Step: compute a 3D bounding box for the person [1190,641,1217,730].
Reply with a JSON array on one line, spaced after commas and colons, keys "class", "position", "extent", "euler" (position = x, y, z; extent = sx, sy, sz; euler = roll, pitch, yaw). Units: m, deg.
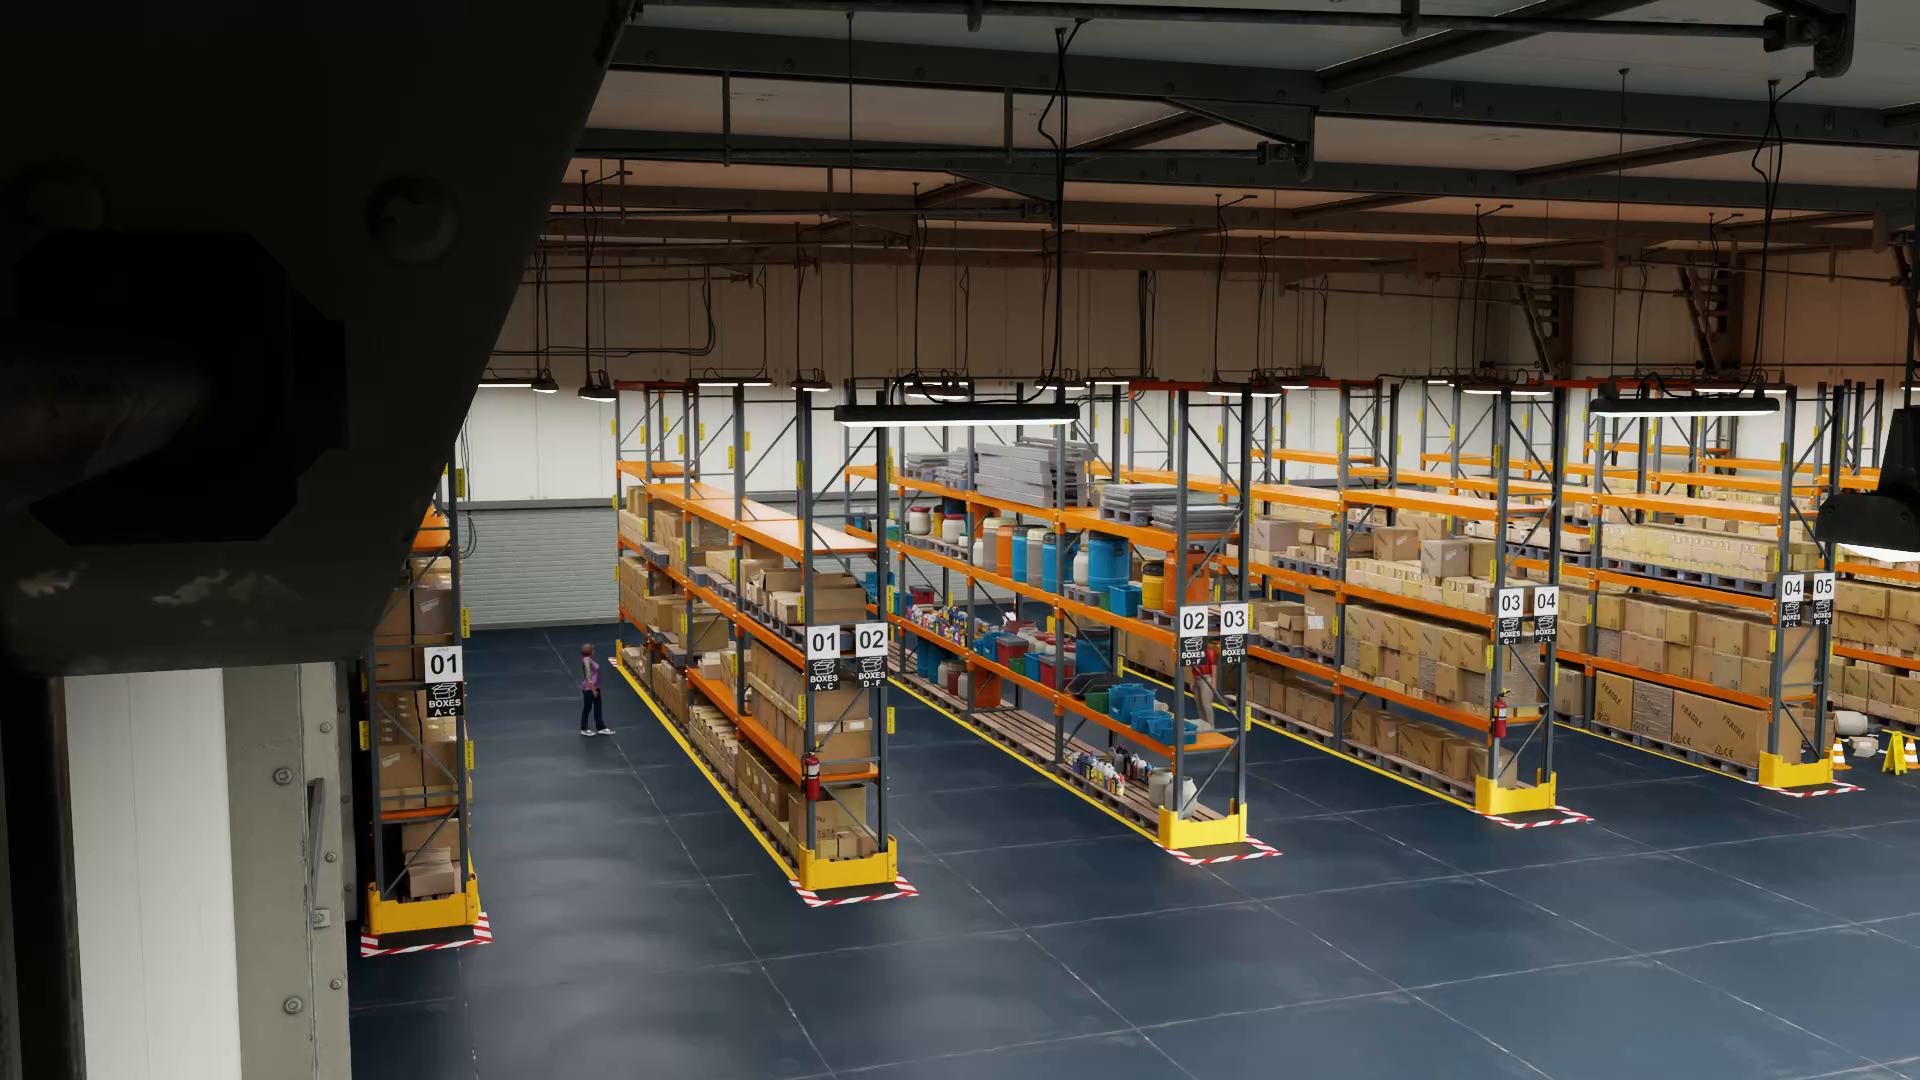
[{"class": "person", "position": [4.145, 2.484, 28.388], "extent": [0.412, 1.765, 0.671], "euler": [-3, 7, -24]}]

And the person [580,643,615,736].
[{"class": "person", "position": [-6.243, 2.554, 28.350], "extent": [0.551, 1.594, 0.434], "euler": [2, 6, 14]}]

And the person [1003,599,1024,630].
[{"class": "person", "position": [1.035, 1.995, 33.252], "extent": [0.564, 1.637, 0.917], "euler": [-4, 7, -35]}]
